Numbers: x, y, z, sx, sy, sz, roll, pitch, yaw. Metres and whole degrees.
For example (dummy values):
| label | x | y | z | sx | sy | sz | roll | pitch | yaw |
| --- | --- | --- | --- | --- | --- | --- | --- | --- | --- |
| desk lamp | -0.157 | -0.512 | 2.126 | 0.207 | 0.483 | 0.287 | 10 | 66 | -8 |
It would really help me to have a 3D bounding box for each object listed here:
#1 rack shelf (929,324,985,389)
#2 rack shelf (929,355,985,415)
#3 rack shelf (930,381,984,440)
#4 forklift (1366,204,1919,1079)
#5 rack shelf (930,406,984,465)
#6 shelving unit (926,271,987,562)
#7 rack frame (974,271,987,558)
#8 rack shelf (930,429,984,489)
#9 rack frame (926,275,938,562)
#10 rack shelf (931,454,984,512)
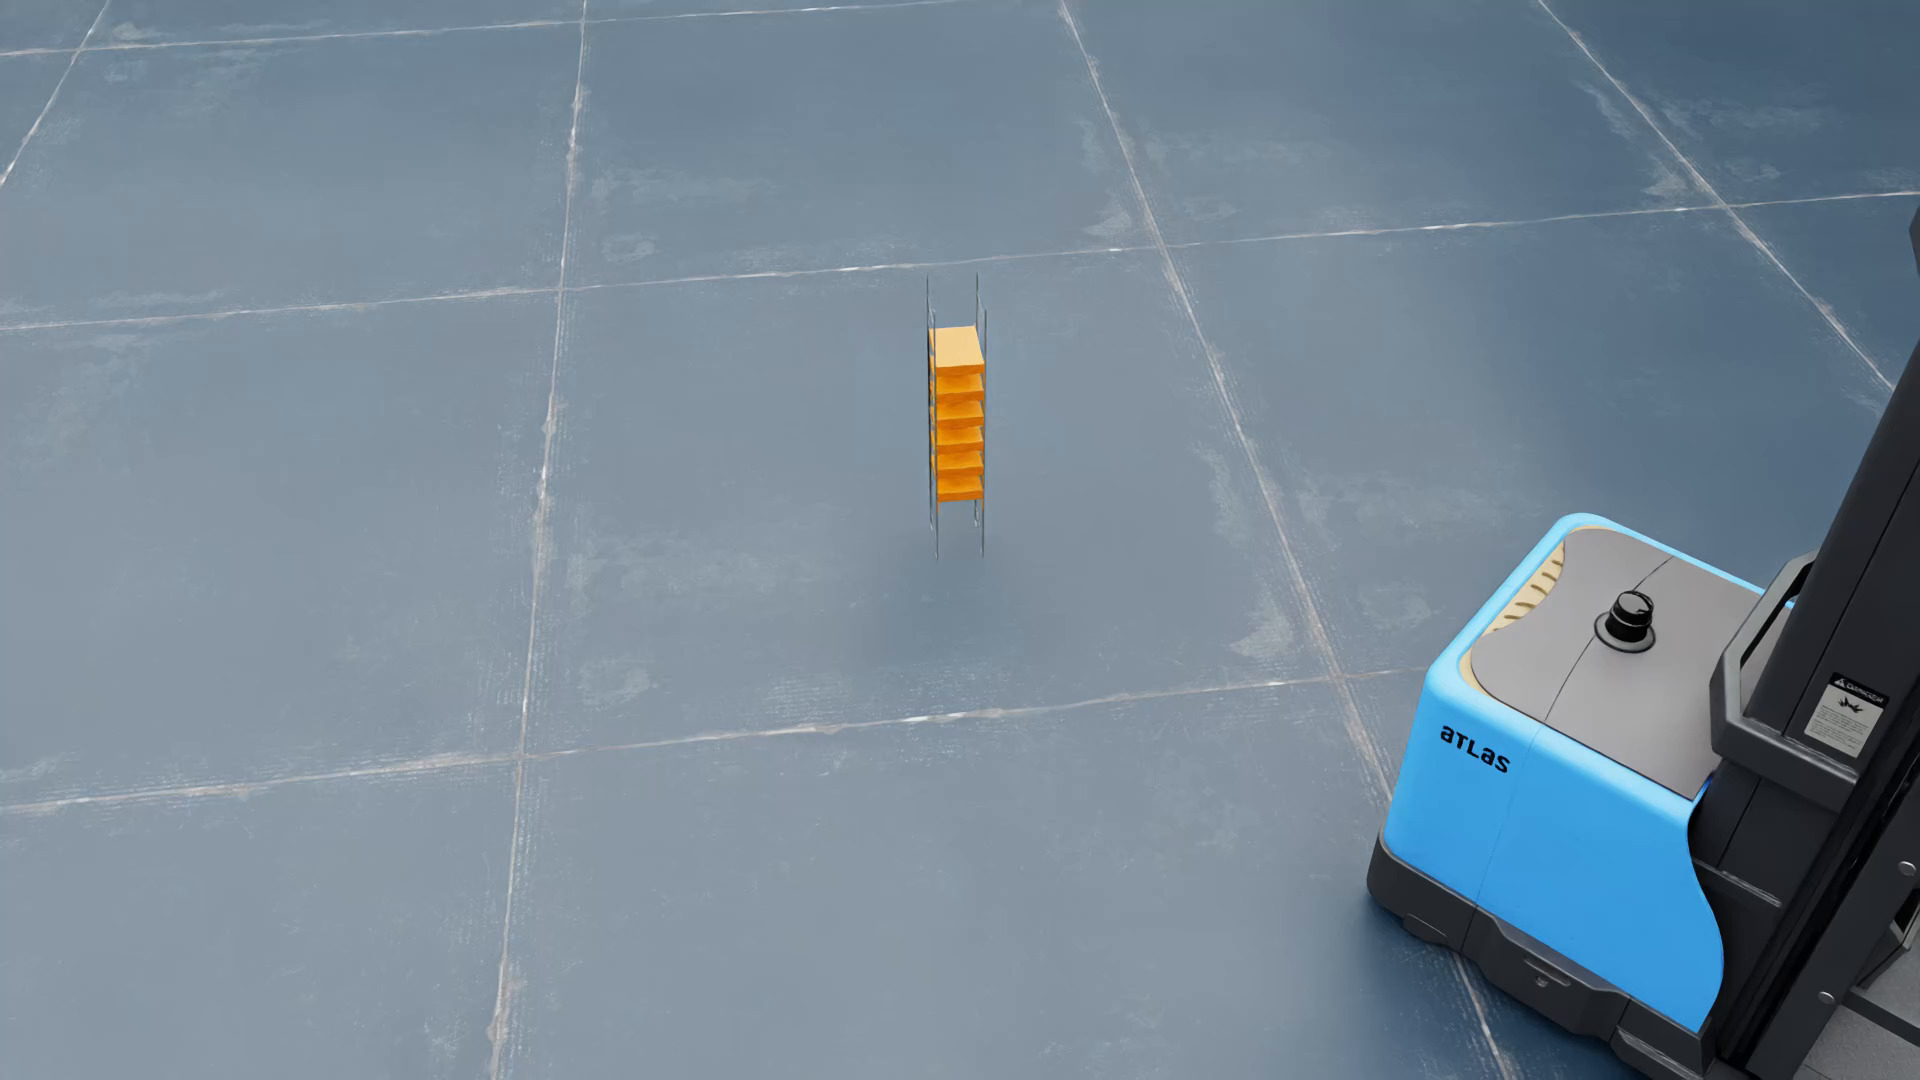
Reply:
| label | x | y | z | sx | sy | sz | roll | pitch | yaw |
| --- | --- | --- | --- | --- | --- | --- | --- | --- | --- |
| rack shelf | -0.014 | -0.679 | 6.135 | 0.180 | 0.103 | 0.258 | -5 | 42 | -6 |
| rack shelf | -0.014 | -0.589 | 6.216 | 0.180 | 0.103 | 0.258 | -5 | 42 | -6 |
| rack shelf | -0.014 | -0.500 | 6.296 | 0.180 | 0.103 | 0.258 | -5 | 42 | -6 |
| forklift | 2.772 | 0.482 | 4.028 | 3.031 | 2.935 | 1.130 | 30 | 50 | 29 |
| rack shelf | -0.014 | -0.411 | 6.376 | 0.180 | 0.103 | 0.258 | -5 | 42 | -6 |
| shelving unit | -0.014 | -0.444 | 6.347 | 0.189 | 1.200 | 0.258 | -5 | 42 | -6 |
| rack frame | 0.076 | -0.452 | 6.356 | 0.006 | 1.200 | 0.240 | -5 | 42 | -6 |
| rack shelf | -0.014 | -0.322 | 6.457 | 0.180 | 0.103 | 0.258 | -5 | 42 | -6 |
| rack frame | -0.105 | -0.436 | 6.338 | 0.006 | 1.200 | 0.240 | -5 | 42 | -6 |
| rack shelf | -0.014 | -0.233 | 6.537 | 0.180 | 0.103 | 0.258 | -5 | 42 | -6 |
